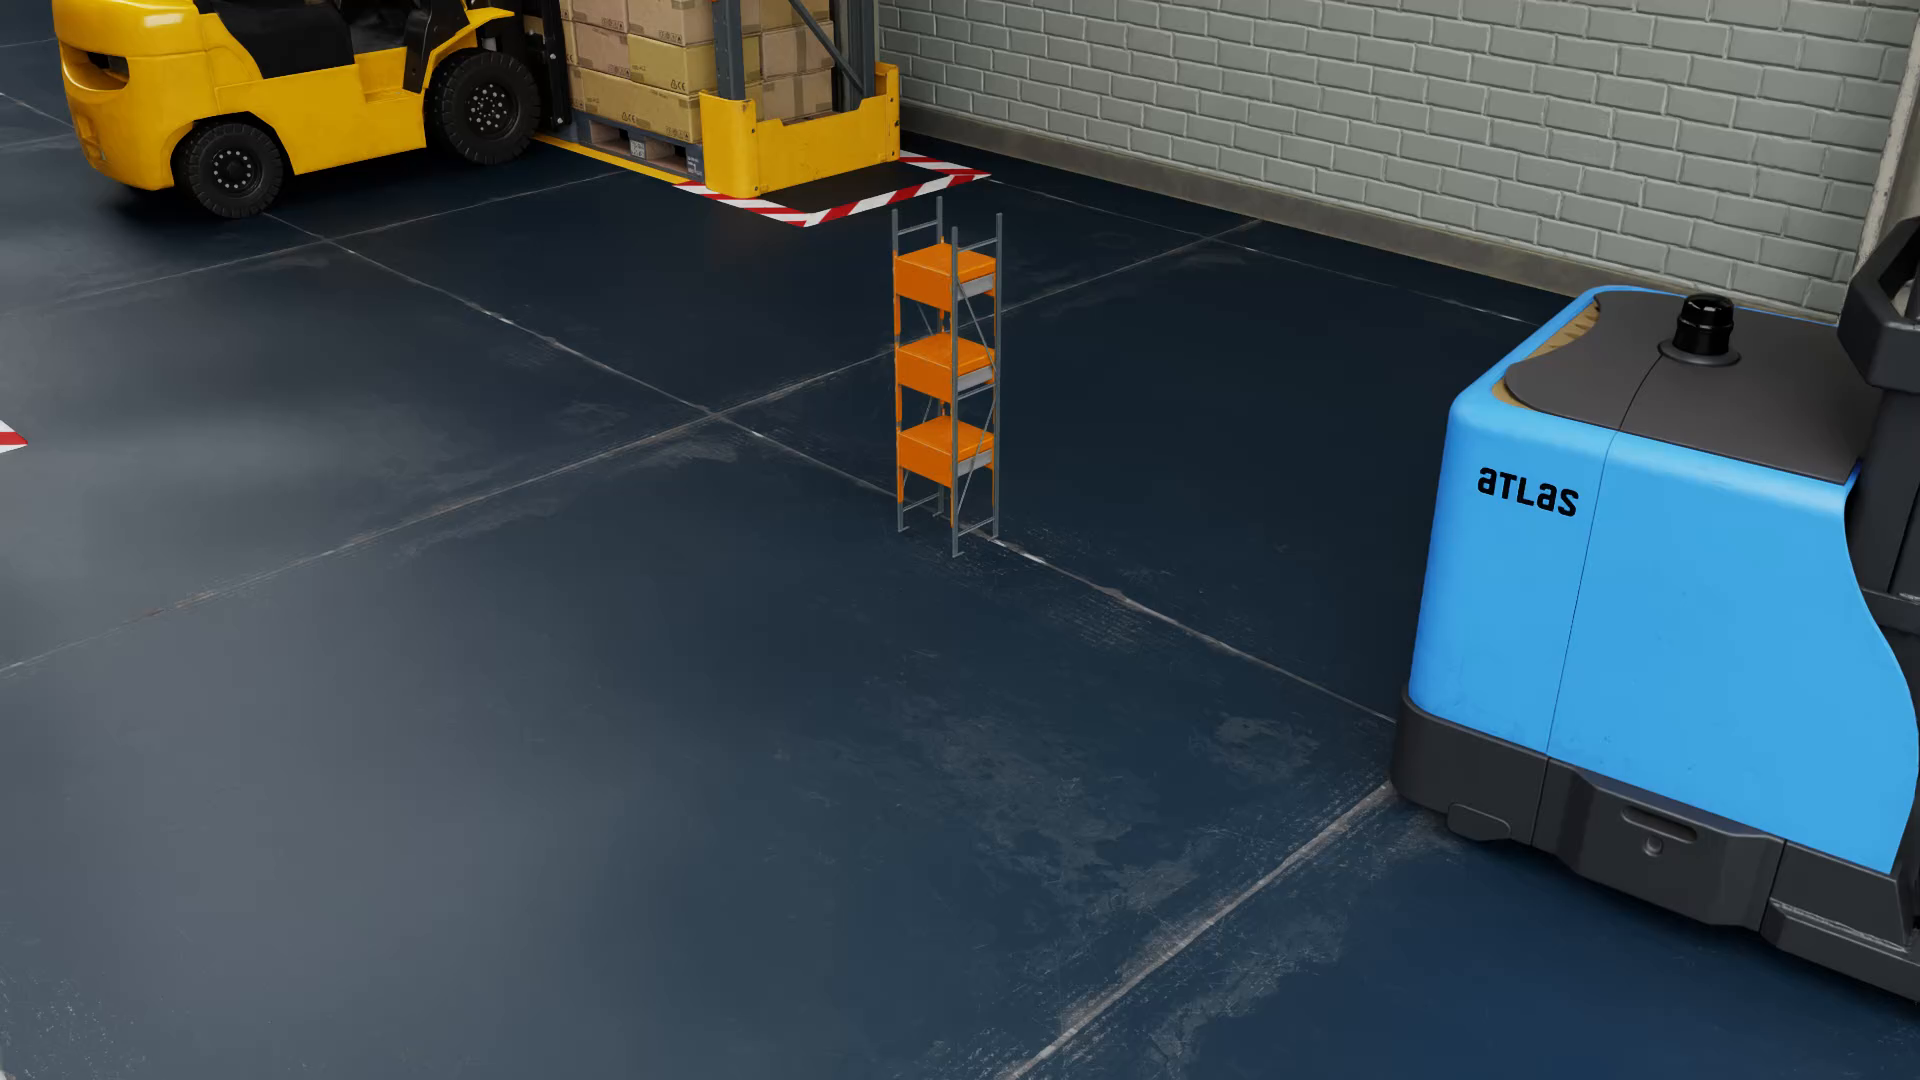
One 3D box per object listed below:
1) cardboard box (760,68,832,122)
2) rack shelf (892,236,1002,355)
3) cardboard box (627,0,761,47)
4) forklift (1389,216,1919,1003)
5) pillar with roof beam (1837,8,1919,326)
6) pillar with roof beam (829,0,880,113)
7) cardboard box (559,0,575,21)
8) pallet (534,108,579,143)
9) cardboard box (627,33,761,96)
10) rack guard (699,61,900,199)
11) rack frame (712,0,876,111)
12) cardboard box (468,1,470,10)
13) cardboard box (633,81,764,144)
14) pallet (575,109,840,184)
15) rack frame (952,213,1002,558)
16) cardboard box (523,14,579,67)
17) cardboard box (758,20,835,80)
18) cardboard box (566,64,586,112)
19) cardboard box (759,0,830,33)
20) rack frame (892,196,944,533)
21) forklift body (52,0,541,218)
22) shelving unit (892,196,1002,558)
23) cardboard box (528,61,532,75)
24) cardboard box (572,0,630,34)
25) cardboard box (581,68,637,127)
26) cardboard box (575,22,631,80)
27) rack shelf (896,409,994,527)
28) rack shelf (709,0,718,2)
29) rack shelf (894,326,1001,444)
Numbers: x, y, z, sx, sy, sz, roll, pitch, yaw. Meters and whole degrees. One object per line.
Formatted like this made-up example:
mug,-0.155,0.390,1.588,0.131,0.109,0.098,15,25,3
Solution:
cardboard box,-1.071,-2.536,9.352,0.500,0.250,0.500,25,37,39
rack shelf,-0.038,-0.724,4.912,0.240,0.259,0.215,25,36,38
cardboard box,-1.405,-2.800,8.780,0.500,0.250,0.500,-24,36,-38
forklift,2.520,-0.420,2.899,3.031,2.935,1.130,19,33,32
pillar with roof beam,0.538,-3.137,1.546,0.400,9.000,9.100,25,36,38
pillar with roof beam,-3.740,-5.095,5.270,0.400,9.000,9.100,25,36,38
cardboard box,-2.140,-3.126,9.400,0.500,0.250,0.500,-25,37,-39
pallet,-2.298,-2.741,10.236,1.213,0.211,1.003,25,36,38
cardboard box,-1.424,-2.587,8.913,0.500,0.250,0.500,24,36,38
rack guard,-0.840,-2.227,8.949,0.348,0.500,1.175,25,36,38
rack frame,-0.858,-3.342,8.382,0.127,3.000,1.000,25,36,38
cardboard box,-2.871,-3.245,10.164,0.500,0.250,0.500,24,36,38
cardboard box,-1.414,-2.359,9.016,0.500,0.250,0.500,25,37,39
pallet,-1.432,-2.343,9.479,1.213,0.211,1.003,25,36,38
rack frame,0.049,-0.442,4.963,0.008,1.050,0.200,25,36,38
cardboard box,-2.157,-2.916,9.538,0.500,0.250,0.500,24,36,37
cardboard box,-1.047,-2.754,9.231,0.500,0.250,0.500,-25,36,-38
cardboard box,-2.113,-2.691,9.647,0.500,0.250,0.500,-25,37,-39
cardboard box,-1.068,-2.973,9.109,0.500,0.250,0.500,24,36,38
rack frame,-0.125,-0.522,5.115,0.008,1.050,0.200,25,36,38
forklift body,-3.489,-2.979,8.605,1.214,2.155,2.313,25,36,38
shelving unit,-0.038,-0.482,5.039,0.252,1.050,0.215,25,36,38
cardboard box,-2.499,-2.853,9.955,0.500,0.250,0.500,-24,36,-38
cardboard box,-1.773,-2.964,9.094,0.500,0.250,0.500,-25,36,-38
cardboard box,-1.762,-2.524,9.331,0.500,0.250,0.500,25,36,38
cardboard box,-1.774,-2.754,9.231,0.500,0.250,0.500,24,36,38
rack shelf,-0.038,-0.227,5.173,0.240,0.259,0.215,25,36,38
rack shelf,-2.284,-3.676,9.791,4.000,0.370,1.077,25,36,38
rack shelf,-0.038,-0.473,5.044,0.240,0.259,0.215,25,36,38
